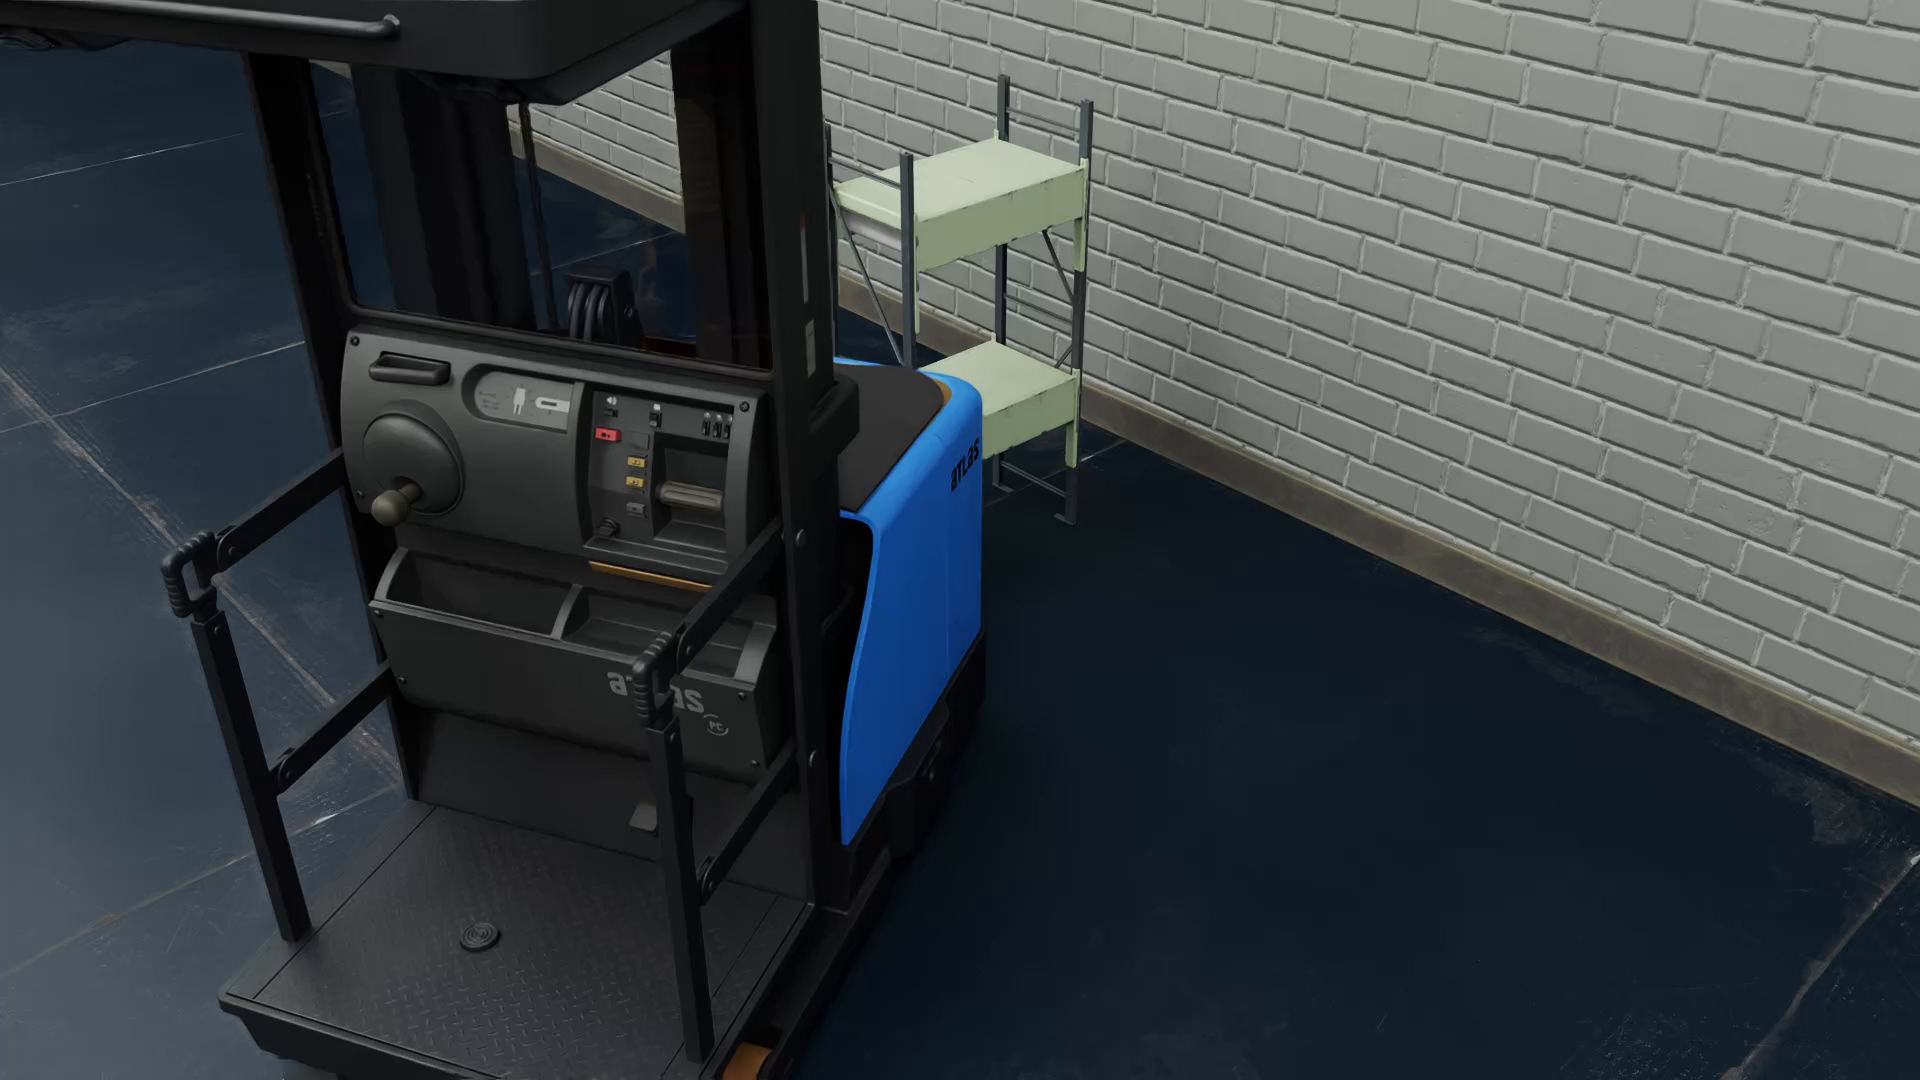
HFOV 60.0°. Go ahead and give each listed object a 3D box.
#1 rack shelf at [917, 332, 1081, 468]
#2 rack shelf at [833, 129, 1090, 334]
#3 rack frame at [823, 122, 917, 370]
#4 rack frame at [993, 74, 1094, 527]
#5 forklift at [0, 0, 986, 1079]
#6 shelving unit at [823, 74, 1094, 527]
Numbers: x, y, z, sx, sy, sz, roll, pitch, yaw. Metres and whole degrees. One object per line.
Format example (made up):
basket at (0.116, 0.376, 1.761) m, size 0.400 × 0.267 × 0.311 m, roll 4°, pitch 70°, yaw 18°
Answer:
rack shelf at (-0.005, -0.359, 5.525) m, size 0.720 × 0.370 × 0.431 m, roll -26°, pitch 40°, yaw -35°
rack shelf at (-0.005, -0.970, 5.151) m, size 0.720 × 0.370 × 0.431 m, roll -26°, pitch 40°, yaw -35°
rack frame at (-0.273, -0.508, 5.143) m, size 0.023 × 1.500 × 0.400 m, roll -26°, pitch 40°, yaw -35°
rack frame at (0.264, -0.767, 5.567) m, size 0.023 × 1.500 × 0.400 m, roll -26°, pitch 40°, yaw -35°
forklift at (-0.901, -0.123, 3.142) m, size 1.130 × 2.935 × 3.031 m, roll 11°, pitch 33°, yaw 17°
shelving unit at (-0.005, -0.637, 5.355) m, size 0.755 × 1.500 × 0.431 m, roll -26°, pitch 40°, yaw -35°
